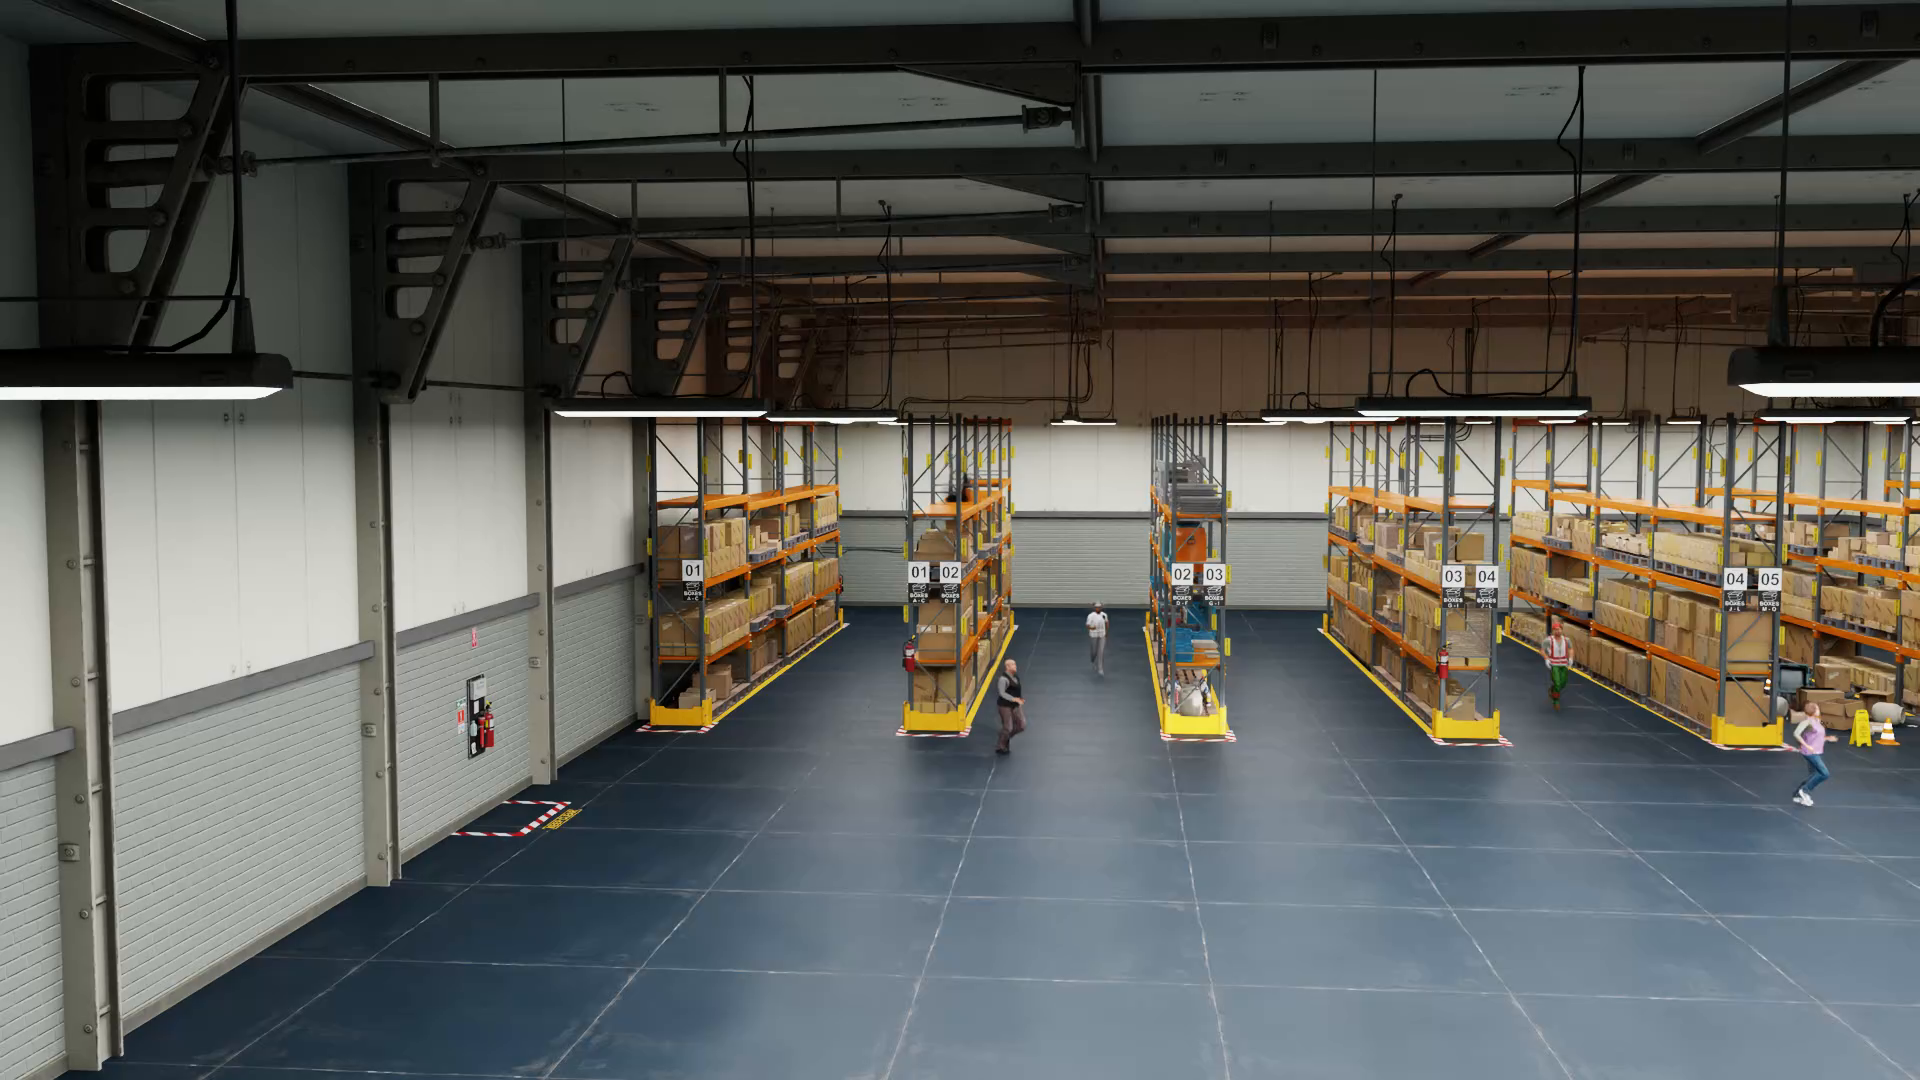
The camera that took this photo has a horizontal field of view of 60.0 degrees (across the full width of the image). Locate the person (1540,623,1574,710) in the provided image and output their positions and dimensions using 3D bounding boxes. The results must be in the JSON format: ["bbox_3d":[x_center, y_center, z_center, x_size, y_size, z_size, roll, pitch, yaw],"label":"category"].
[{"bbox_3d":[12.204,2.562,34.046,0.665,1.777,0.702,0,4,1],"label":"person"}]

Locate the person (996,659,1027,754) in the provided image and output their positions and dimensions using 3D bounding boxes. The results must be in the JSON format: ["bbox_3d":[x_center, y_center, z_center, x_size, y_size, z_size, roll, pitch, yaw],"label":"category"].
[{"bbox_3d":[0.911,2.920,29.141,0.652,1.675,0.642,3,5,36],"label":"person"}]

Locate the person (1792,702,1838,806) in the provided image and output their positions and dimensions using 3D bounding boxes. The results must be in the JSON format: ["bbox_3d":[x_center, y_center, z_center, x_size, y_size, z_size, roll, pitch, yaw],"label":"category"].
[{"bbox_3d":[12.899,3.236,25.089,0.592,1.569,0.522,3,5,39],"label":"person"}]

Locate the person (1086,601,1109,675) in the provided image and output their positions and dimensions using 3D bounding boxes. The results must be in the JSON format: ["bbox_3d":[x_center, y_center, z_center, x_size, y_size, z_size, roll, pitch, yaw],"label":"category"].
[{"bbox_3d":[3.208,2.249,38.646,0.583,1.668,0.957,0,4,-4],"label":"person"}]
